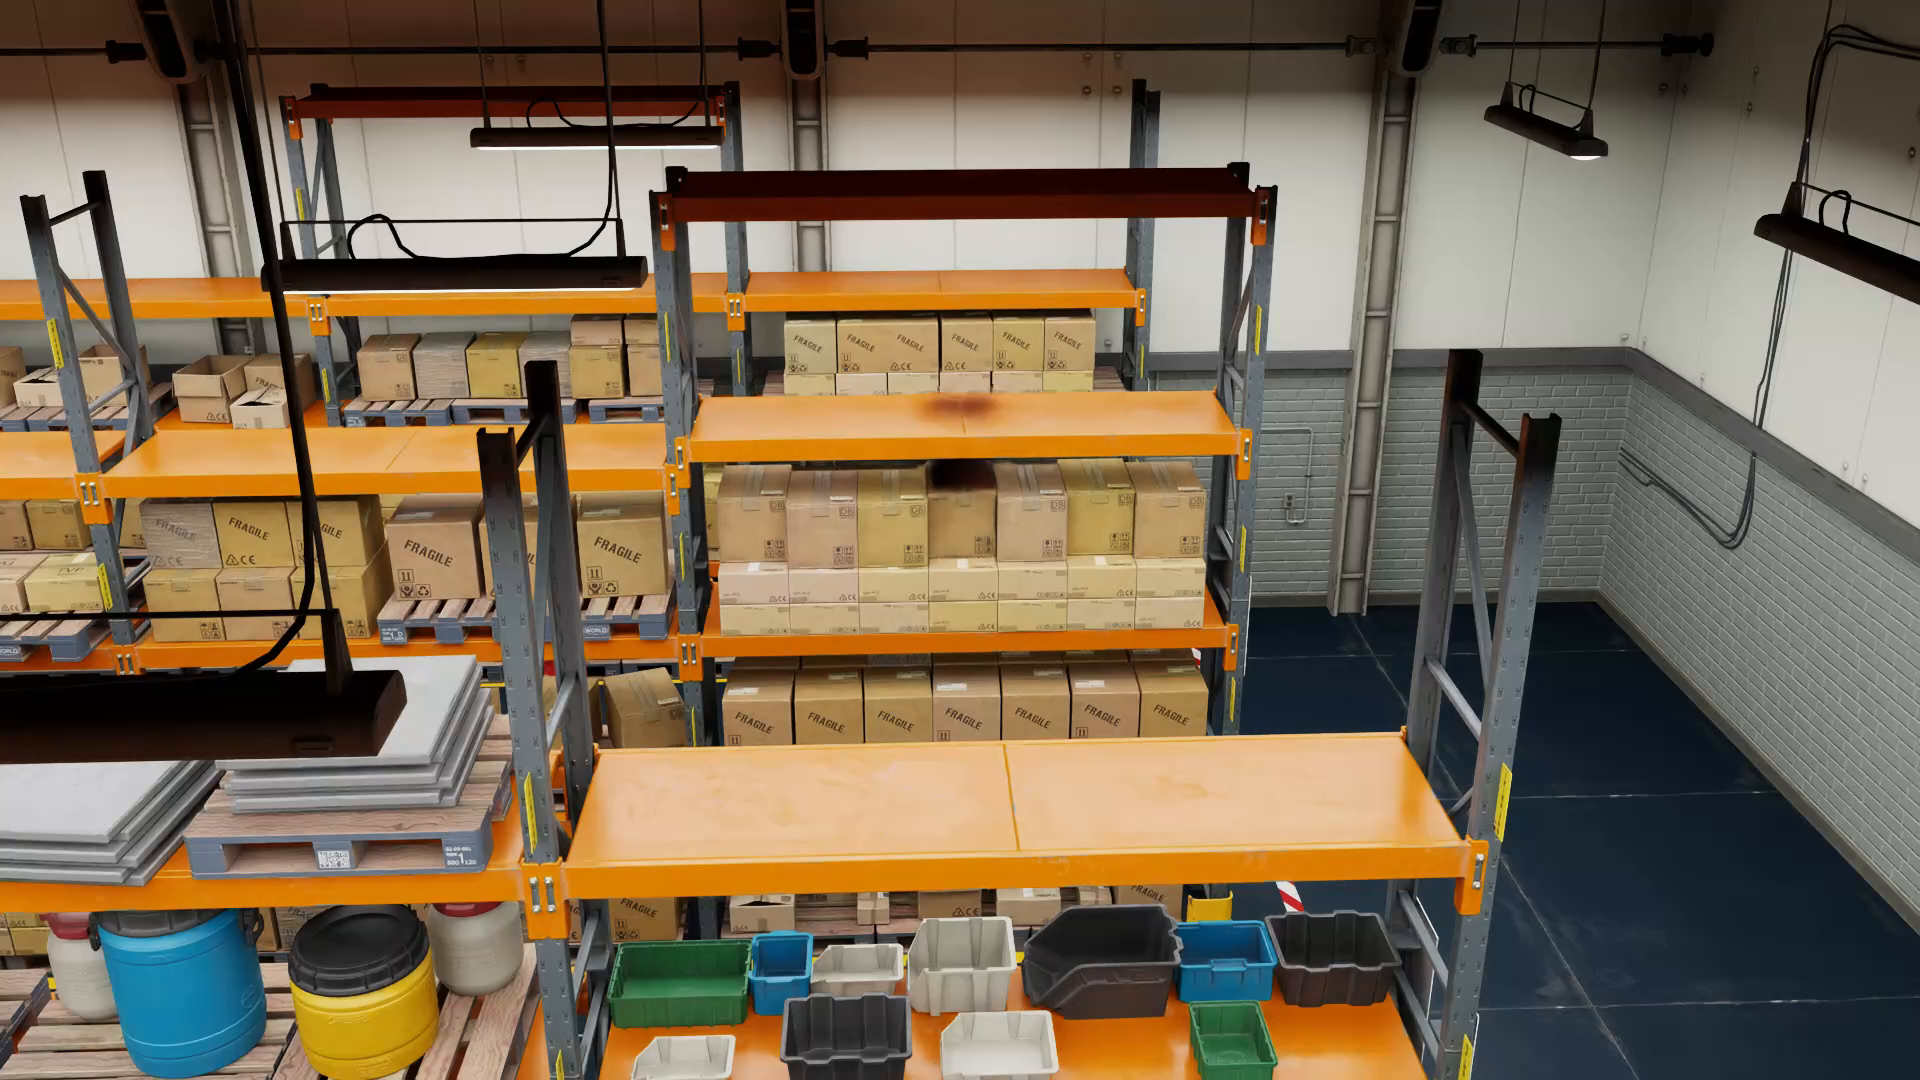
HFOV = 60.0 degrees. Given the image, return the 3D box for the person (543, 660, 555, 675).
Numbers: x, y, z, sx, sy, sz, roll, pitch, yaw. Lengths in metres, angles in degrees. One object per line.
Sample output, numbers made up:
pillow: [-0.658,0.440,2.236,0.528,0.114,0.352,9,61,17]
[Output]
person: [-3.652,1.581,14.969,0.680,1.739,0.529,11,25,25]
